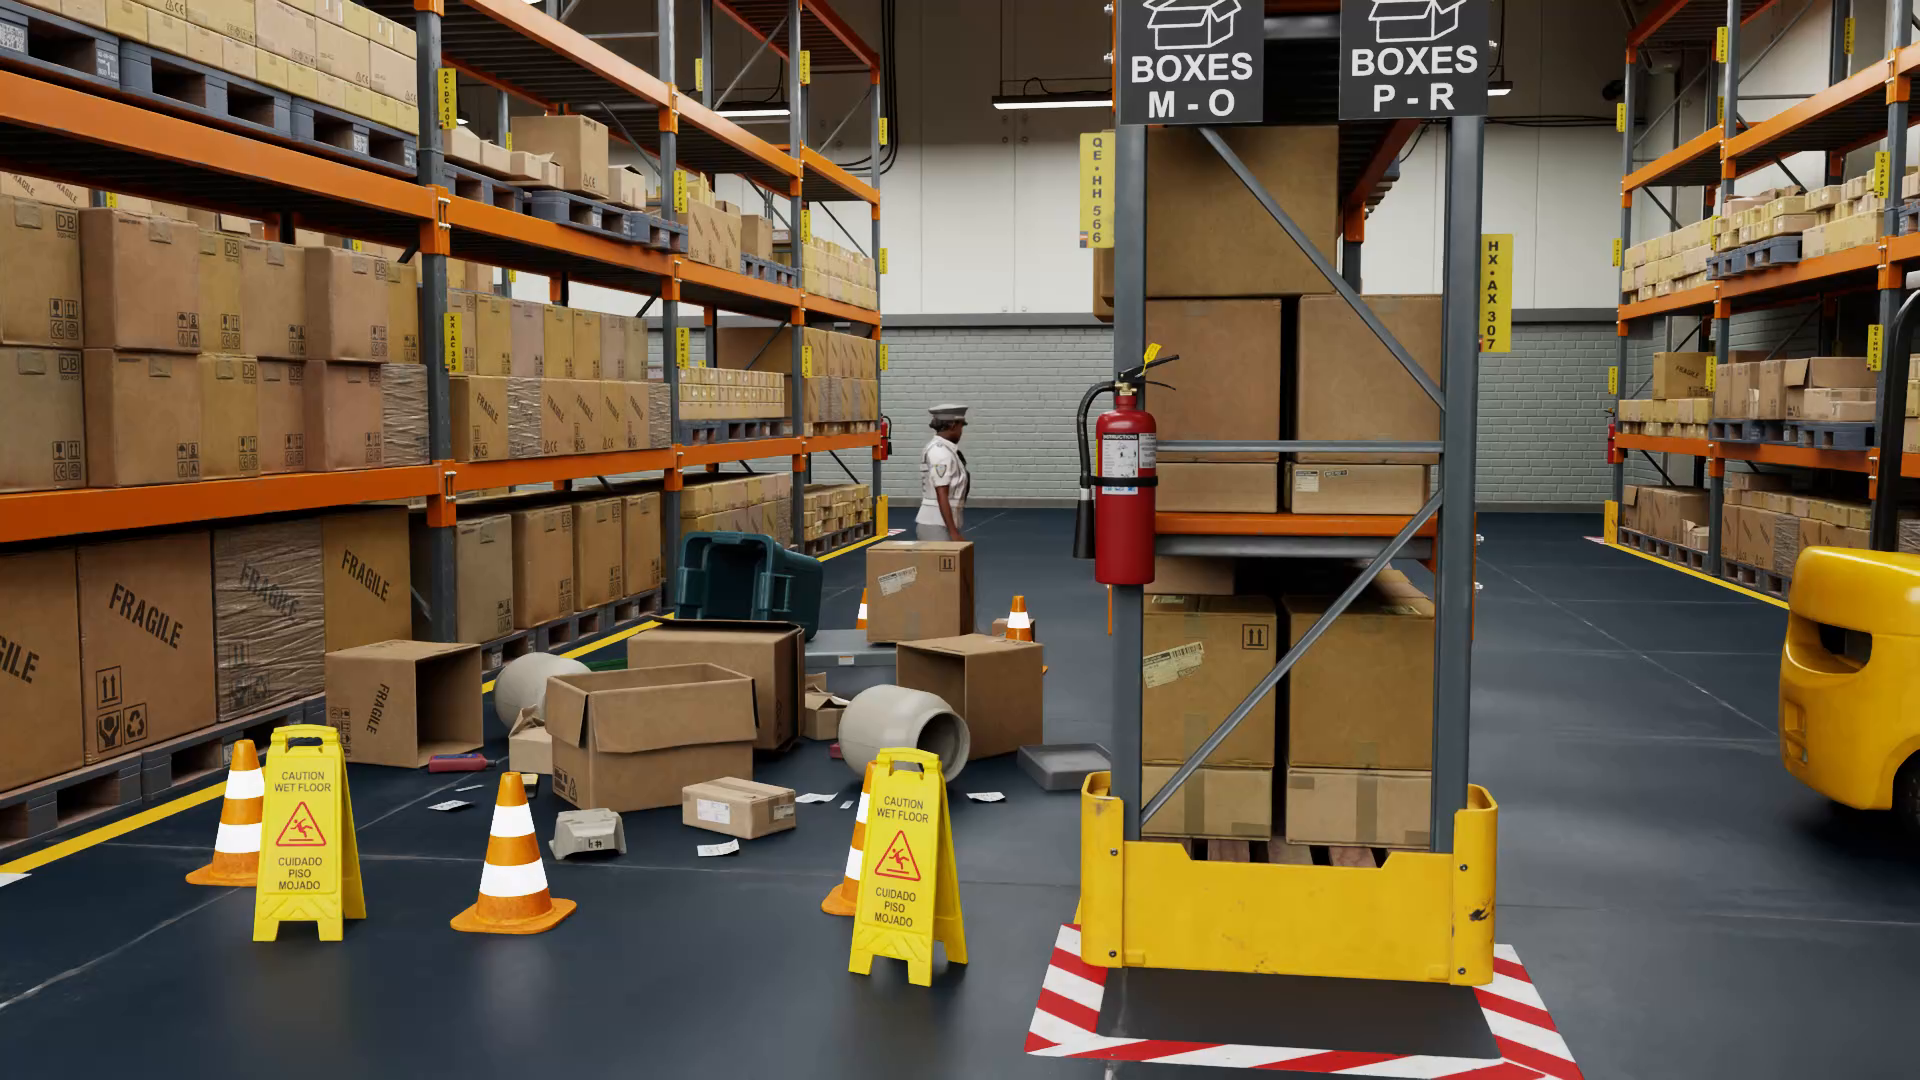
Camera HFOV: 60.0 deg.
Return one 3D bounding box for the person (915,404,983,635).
[{"bbox_3d":[-0.134,-0.053,10.652,0.834,1.634,0.603,1,5,7],"label":"person"}]
